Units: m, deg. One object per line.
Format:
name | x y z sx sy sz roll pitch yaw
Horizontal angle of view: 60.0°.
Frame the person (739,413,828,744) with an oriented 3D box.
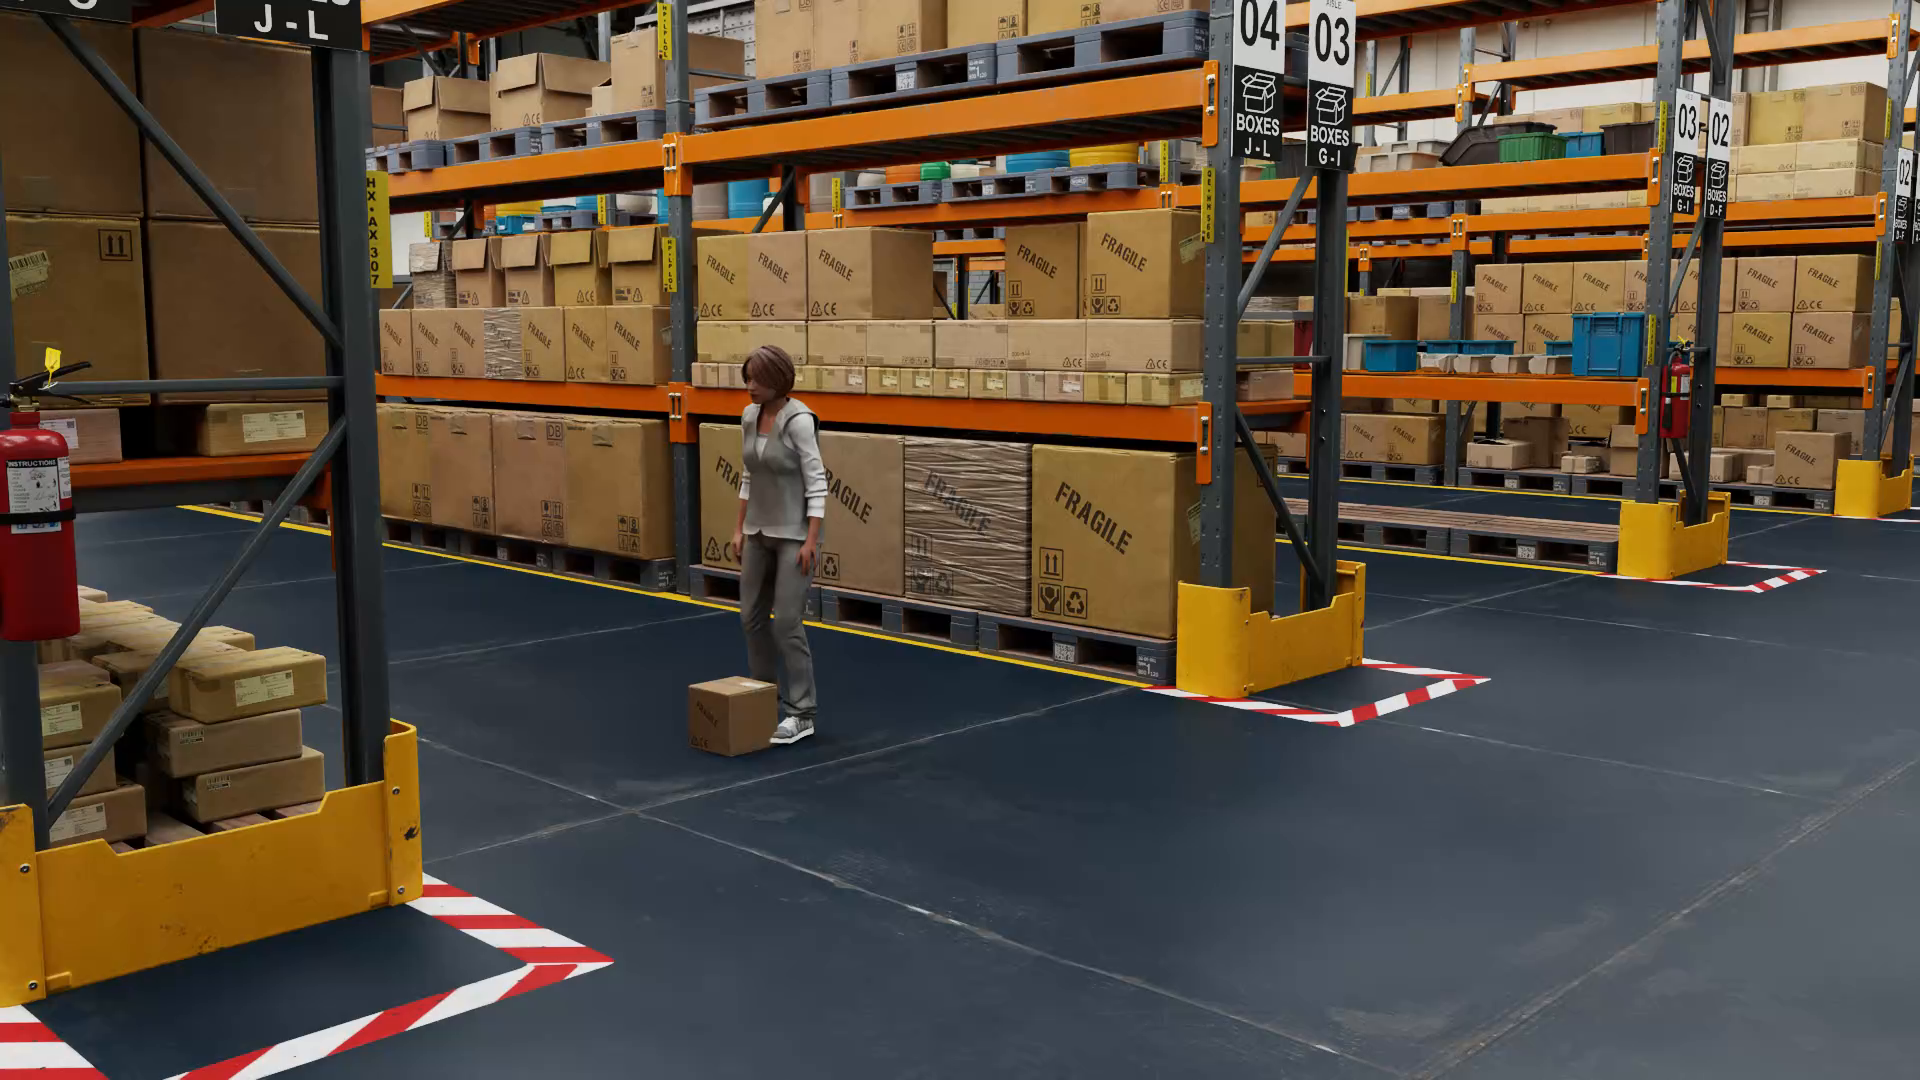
person | -0.742 0.132 6.732 0.480 1.352 0.328 6 9 40
